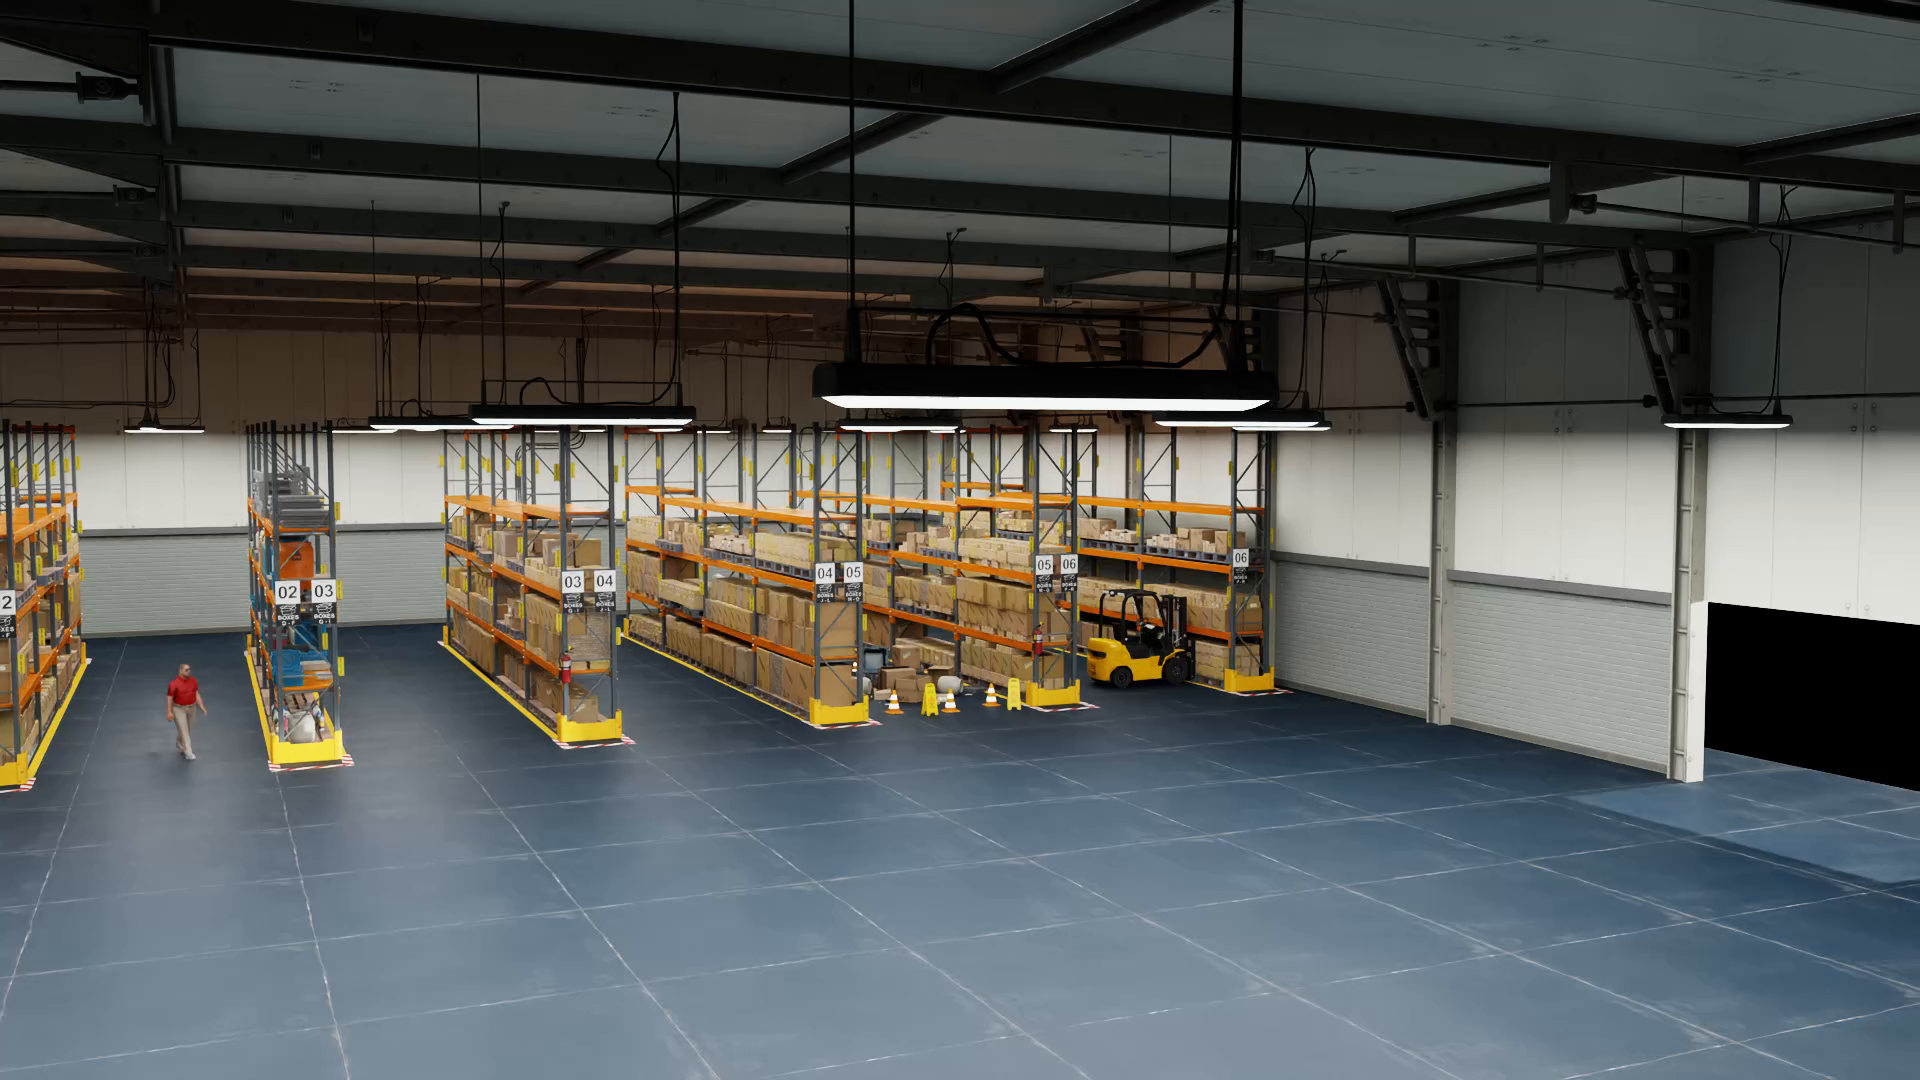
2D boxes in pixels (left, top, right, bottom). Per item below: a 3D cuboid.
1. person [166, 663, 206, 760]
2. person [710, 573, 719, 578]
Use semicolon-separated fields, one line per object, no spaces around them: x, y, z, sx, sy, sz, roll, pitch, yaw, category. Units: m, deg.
-13.789;3.017;29.574;1.126;1.661;0.622;3;5;40;person
-6.975;1.866;47.654;0.412;1.830;0.601;2;4;27;person
